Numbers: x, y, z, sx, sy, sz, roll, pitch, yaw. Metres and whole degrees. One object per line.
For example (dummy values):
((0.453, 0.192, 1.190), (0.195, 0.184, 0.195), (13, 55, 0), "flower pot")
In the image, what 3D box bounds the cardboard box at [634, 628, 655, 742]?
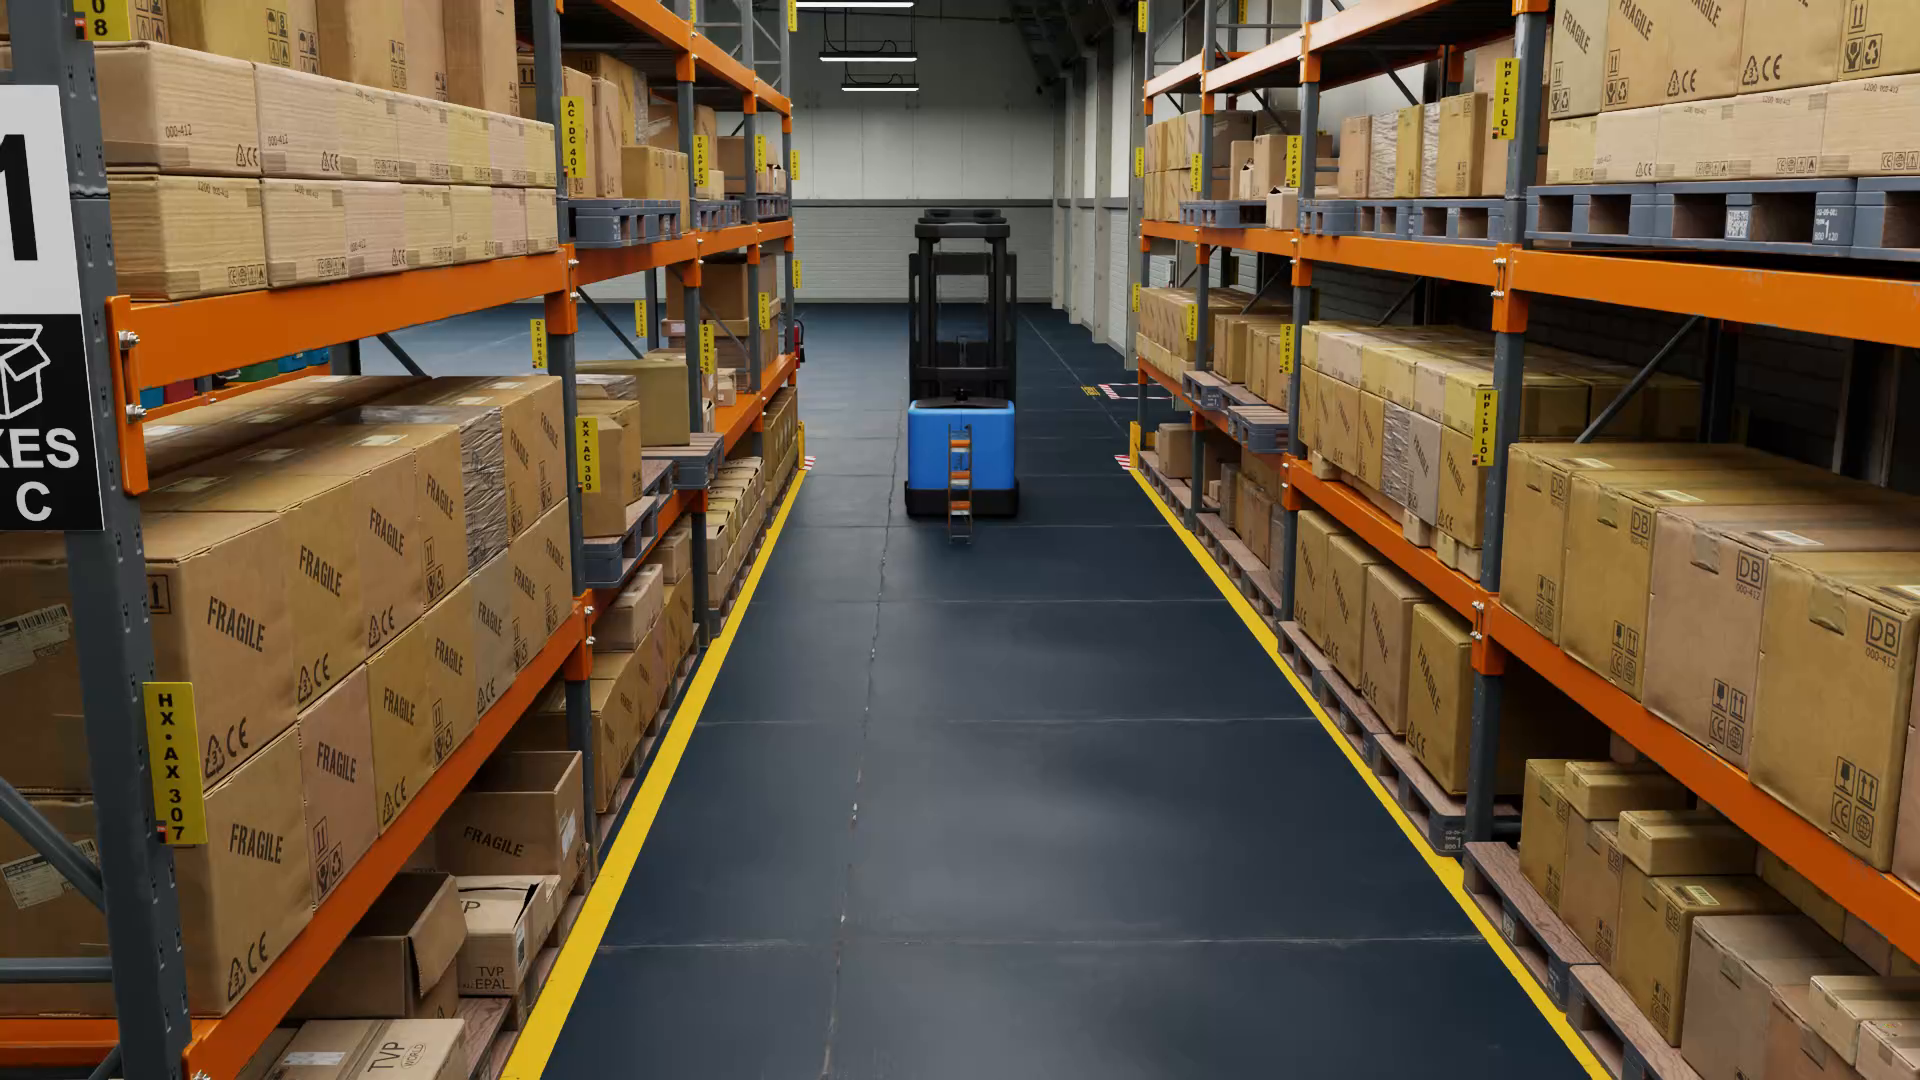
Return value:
((-1.933, 0.771, 8.897), (0.500, 0.500, 0.500), (0, 11, 0), "cardboard box")

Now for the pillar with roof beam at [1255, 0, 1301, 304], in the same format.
((-0.862, -5.130, 17.711), (9.100, 9.000, 0.400), (0, 11, -1), "pillar with roof beam")

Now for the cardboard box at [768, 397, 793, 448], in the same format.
((-2.046, -1.243, 17.617), (0.500, 0.500, 0.500), (0, 11, -1), "cardboard box")

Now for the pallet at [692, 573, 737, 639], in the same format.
((-2.203, 0.471, 12.205), (1.003, 0.211, 1.213), (0, 11, -1), "pallet")

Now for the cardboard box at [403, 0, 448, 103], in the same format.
((-2.225, -1.749, 5.825), (0.700, 0.500, 0.500), (0, 11, -1), "cardboard box")

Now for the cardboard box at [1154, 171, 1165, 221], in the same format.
((2.310, -3.594, 17.385), (0.500, 0.500, 0.500), (0, 11, 1), "cardboard box")

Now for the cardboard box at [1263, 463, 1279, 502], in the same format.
((2.696, -0.469, 13.123), (0.500, 0.250, 0.500), (0, 11, -1), "cardboard box")

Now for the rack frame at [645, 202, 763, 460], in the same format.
((-2.307, -1.527, 15.040), (1.000, 3.000, 0.127), (0, 11, -1), "rack frame")

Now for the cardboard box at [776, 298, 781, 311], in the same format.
((-2.192, -2.614, 18.514), (0.380, 0.149, 0.250), (0, 11, -2), "cardboard box")

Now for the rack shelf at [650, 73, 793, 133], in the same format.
((-2.349, -4.316, 16.514), (1.077, 0.370, 4.000), (0, 11, -1), "rack shelf")

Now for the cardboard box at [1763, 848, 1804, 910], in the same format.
((2.948, 1.122, 5.584), (0.380, 0.149, 0.250), (0, 11, -2), "cardboard box")

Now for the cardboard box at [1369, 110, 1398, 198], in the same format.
((2.859, -2.286, 9.881), (0.700, 0.500, 0.500), (-1, 12, -4), "cardboard box")

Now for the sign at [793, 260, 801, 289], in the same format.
((-1.847, -3.005, 18.818), (0.100, 0.325, 0.005), (0, 11, -1), "sign")

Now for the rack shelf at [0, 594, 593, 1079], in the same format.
((-2.101, 0.814, 5.313), (1.077, 0.370, 4.000), (0, 11, -1), "rack shelf")

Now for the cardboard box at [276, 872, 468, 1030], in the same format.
((-2.098, 1.445, 5.565), (0.797, 0.503, 0.637), (0, 11, -1), "cardboard box")

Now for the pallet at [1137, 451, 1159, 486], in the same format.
((2.545, -0.800, 18.469), (1.003, 0.211, 1.213), (0, 11, -1), "pallet")

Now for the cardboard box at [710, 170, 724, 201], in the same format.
((-2.304, -3.006, 14.111), (0.500, 0.250, 0.500), (1, 12, 5), "cardboard box")

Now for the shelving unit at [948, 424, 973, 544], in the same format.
((0.001, -0.504, 14.902), (0.215, 1.050, 0.252), (0, 11, -1), "shelving unit")

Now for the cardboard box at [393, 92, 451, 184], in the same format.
((-1.836, -1.184, 4.927), (0.500, 0.250, 0.500), (0, 11, -1), "cardboard box")

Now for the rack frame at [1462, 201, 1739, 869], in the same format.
((2.810, 0.043, 7.305), (1.000, 3.000, 0.127), (0, 11, -1), "rack frame")

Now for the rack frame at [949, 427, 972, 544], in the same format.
((0.004, -0.480, 14.783), (0.200, 1.050, 0.008), (0, 11, -1), "rack frame")

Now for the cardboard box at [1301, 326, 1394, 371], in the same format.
((2.480, -1.228, 10.630), (0.500, 0.250, 0.500), (0, 11, 0), "cardboard box")

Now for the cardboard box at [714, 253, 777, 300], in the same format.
((-2.392, -2.903, 18.311), (0.700, 0.500, 0.500), (0, 11, -1), "cardboard box")

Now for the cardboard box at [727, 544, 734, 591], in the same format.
((-1.953, 0.205, 12.364), (0.500, 0.250, 0.500), (-1, 11, -3), "cardboard box")

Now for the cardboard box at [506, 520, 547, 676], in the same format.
((-1.863, 0.215, 6.202), (0.500, 0.500, 0.500), (0, 11, 0), "cardboard box")

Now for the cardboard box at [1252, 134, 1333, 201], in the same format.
((2.602, -2.918, 13.048), (0.500, 0.500, 0.500), (-1, 11, -3), "cardboard box")

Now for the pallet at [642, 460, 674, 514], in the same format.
((-2.180, -0.251, 9.234), (1.003, 0.211, 1.213), (0, 11, -1), "pallet")

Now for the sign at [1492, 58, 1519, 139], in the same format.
((2.268, -1.831, 6.904), (0.100, 0.325, 0.005), (0, 11, -1), "sign")

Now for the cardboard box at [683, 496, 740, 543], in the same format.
((-1.970, -0.176, 12.830), (0.500, 0.311, 0.500), (-1, 11, -3), "cardboard box")

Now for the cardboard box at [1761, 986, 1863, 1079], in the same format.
((2.768, 1.619, 4.767), (0.700, 0.500, 0.500), (0, 11, -1), "cardboard box")

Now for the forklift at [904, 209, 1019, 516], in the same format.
((0.032, -1.913, 17.117), (1.130, 2.935, 3.031), (0, 11, 1), "forklift")

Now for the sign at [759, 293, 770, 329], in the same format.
((-1.765, -2.059, 14.953), (0.100, 0.325, 0.005), (0, 11, -1), "sign")

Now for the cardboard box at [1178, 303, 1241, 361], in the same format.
((2.326, -1.944, 15.539), (0.500, 0.500, 0.500), (0, 11, -1), "cardboard box")

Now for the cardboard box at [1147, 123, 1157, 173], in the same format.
((2.287, -4.184, 17.779), (0.500, 0.500, 0.500), (0, 11, -2), "cardboard box")

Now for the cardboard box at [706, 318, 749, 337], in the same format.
((-2.119, -1.948, 15.233), (0.380, 0.149, 0.250), (0, 11, -1), "cardboard box")

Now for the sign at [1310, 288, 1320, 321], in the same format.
((3.200, -2.118, 15.043), (0.100, 0.325, 0.005), (0, 11, -1), "sign")

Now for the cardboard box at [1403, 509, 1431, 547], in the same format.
((2.467, -0.064, 8.413), (0.380, 0.149, 0.250), (0, 11, -1), "cardboard box")

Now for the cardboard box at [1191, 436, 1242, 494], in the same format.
((2.584, -0.744, 16.365), (0.500, 0.500, 0.500), (-1, 12, -5), "cardboard box")

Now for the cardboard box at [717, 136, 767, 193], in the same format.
((-2.054, -3.421, 15.175), (0.500, 0.500, 0.500), (1, 11, 4), "cardboard box")

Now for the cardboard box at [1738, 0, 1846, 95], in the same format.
((2.587, -1.529, 4.690), (0.500, 0.500, 0.500), (-1, 11, -4), "cardboard box")

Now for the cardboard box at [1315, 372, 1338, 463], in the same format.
((2.483, -0.755, 10.189), (0.500, 0.500, 0.500), (0, 11, 1), "cardboard box")

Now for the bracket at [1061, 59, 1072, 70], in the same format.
((2.599, -11.598, 40.542), (0.235, 0.232, 0.430), (0, 11, -1), "bracket")

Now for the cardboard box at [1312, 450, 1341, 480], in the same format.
((2.420, -0.470, 10.411), (0.380, 0.149, 0.250), (0, 11, 1), "cardboard box")

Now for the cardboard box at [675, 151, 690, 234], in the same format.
((-2.182, -2.164, 10.386), (0.910, 0.500, 0.500), (0, 11, -1), "cardboard box")

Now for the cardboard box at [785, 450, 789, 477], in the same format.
((-2.041, -0.777, 17.202), (0.500, 0.250, 0.500), (0, 11, -1), "cardboard box")

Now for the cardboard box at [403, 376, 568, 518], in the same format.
((-1.873, -0.376, 6.602), (0.500, 0.500, 0.500), (0, 11, -1), "cardboard box")

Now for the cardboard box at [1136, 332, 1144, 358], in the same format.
((2.255, -2.181, 18.592), (0.500, 0.250, 0.500), (-1, 11, -3), "cardboard box")

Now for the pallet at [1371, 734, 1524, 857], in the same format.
((2.719, 1.256, 8.337), (1.003, 0.211, 1.213), (0, 11, -1), "pallet")

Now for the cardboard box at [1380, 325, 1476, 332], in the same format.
((2.996, -1.236, 10.669), (0.500, 0.250, 0.500), (0, 11, 0), "cardboard box")

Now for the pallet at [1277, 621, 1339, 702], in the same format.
((2.669, 0.771, 10.728), (1.003, 0.211, 1.213), (0, 11, -1), "pallet")

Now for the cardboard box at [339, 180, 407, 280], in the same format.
((-1.825, -0.840, 4.487), (0.500, 0.250, 0.500), (0, 11, -1), "cardboard box")

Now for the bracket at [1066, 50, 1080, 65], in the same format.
((2.653, -11.086, 38.018), (0.076, 0.066, 4.783), (0, 11, -1), "bracket")

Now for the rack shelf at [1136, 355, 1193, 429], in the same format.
((2.604, -1.593, 17.175), (1.077, 0.370, 4.000), (0, 11, -1), "rack shelf")

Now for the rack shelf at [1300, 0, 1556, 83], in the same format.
((2.769, -2.747, 8.780), (1.077, 0.370, 4.000), (0, 11, -1), "rack shelf")

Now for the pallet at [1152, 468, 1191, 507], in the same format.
((2.568, -0.558, 17.277), (1.003, 0.211, 1.213), (0, 11, -1), "pallet")

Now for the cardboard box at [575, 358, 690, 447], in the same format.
((-2.099, -0.862, 10.454), (0.700, 0.500, 0.500), (-4, 12, -20), "cardboard box")

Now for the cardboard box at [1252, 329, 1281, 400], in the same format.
((2.660, -1.358, 12.852), (0.700, 0.500, 0.500), (0, 11, -1), "cardboard box")
